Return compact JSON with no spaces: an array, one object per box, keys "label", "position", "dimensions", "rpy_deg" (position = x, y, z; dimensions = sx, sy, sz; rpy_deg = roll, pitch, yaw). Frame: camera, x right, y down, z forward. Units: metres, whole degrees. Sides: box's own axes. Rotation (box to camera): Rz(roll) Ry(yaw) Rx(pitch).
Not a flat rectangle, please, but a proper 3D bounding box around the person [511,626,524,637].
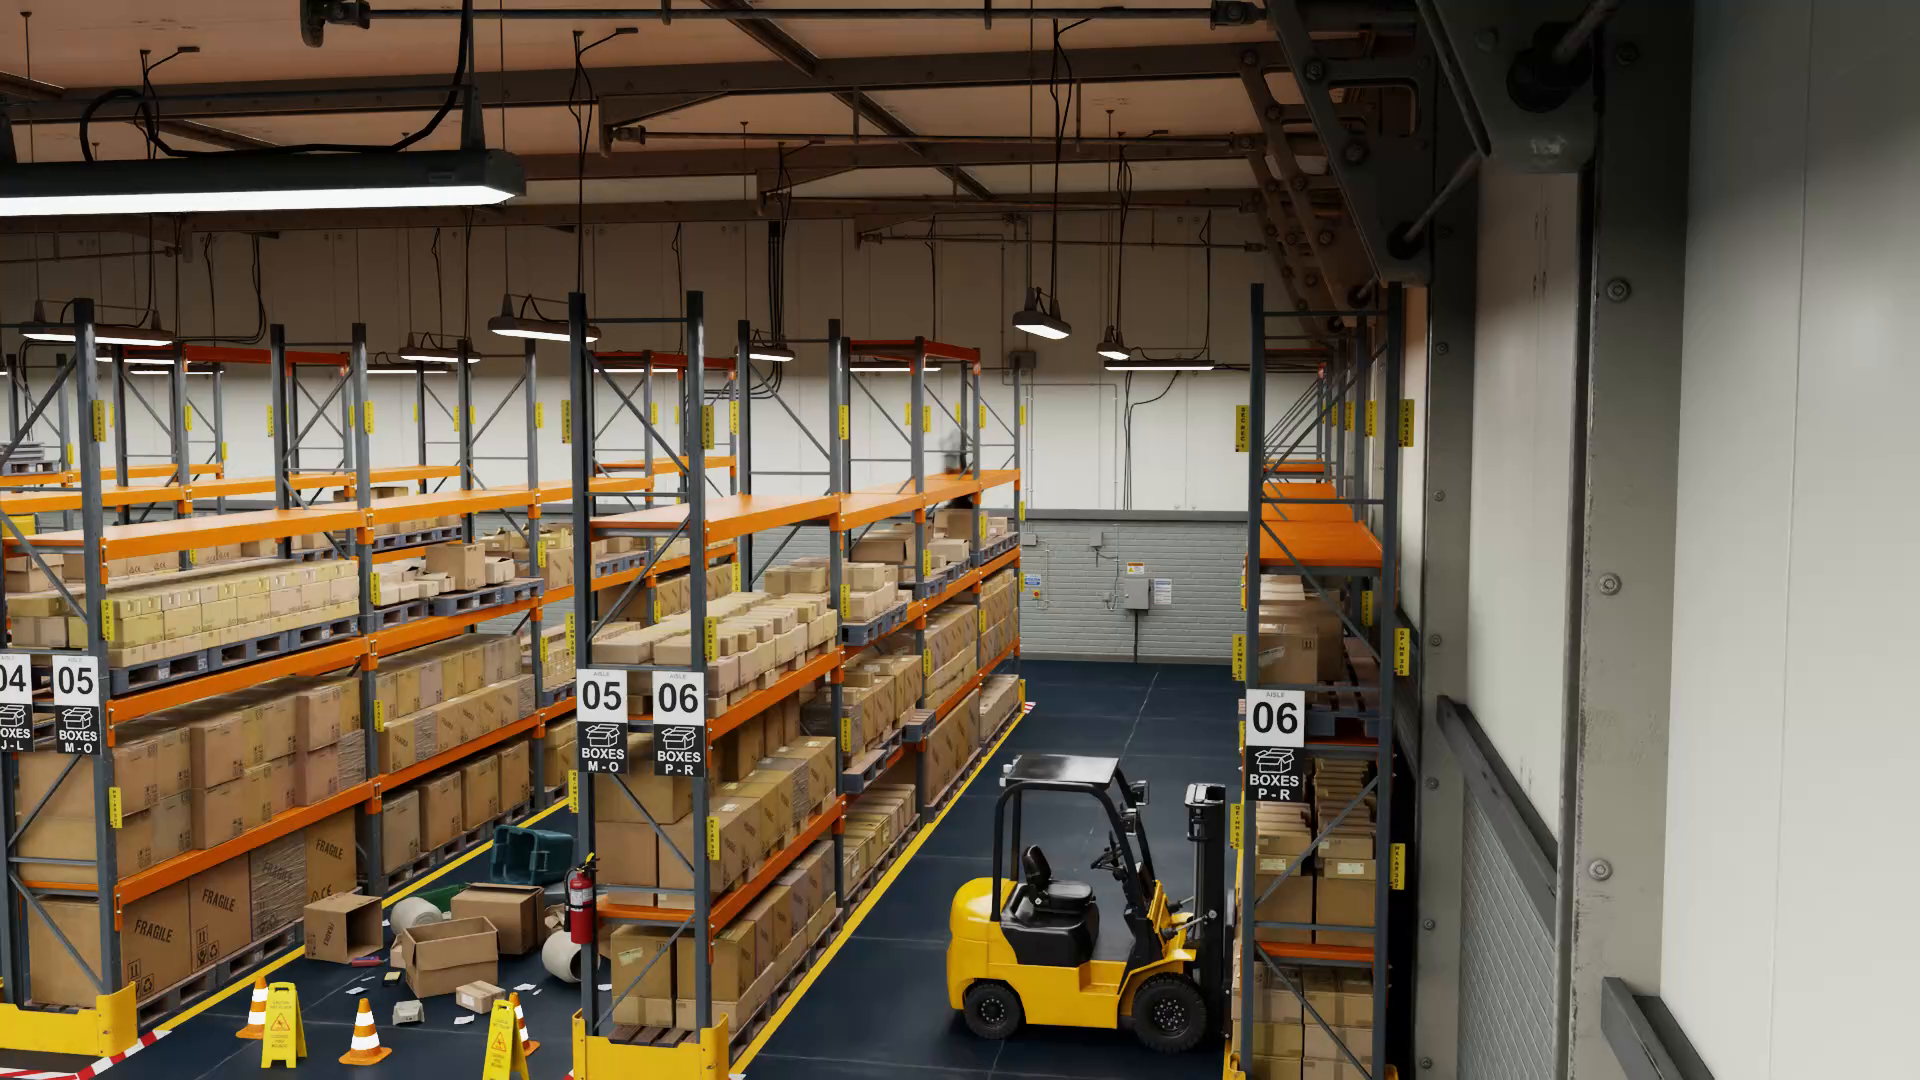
[{"label":"person","position":[-6.719,2.219,25.546],"dimensions":[0.681,1.813,0.981],"rpy_deg":[1,5,15]}]
